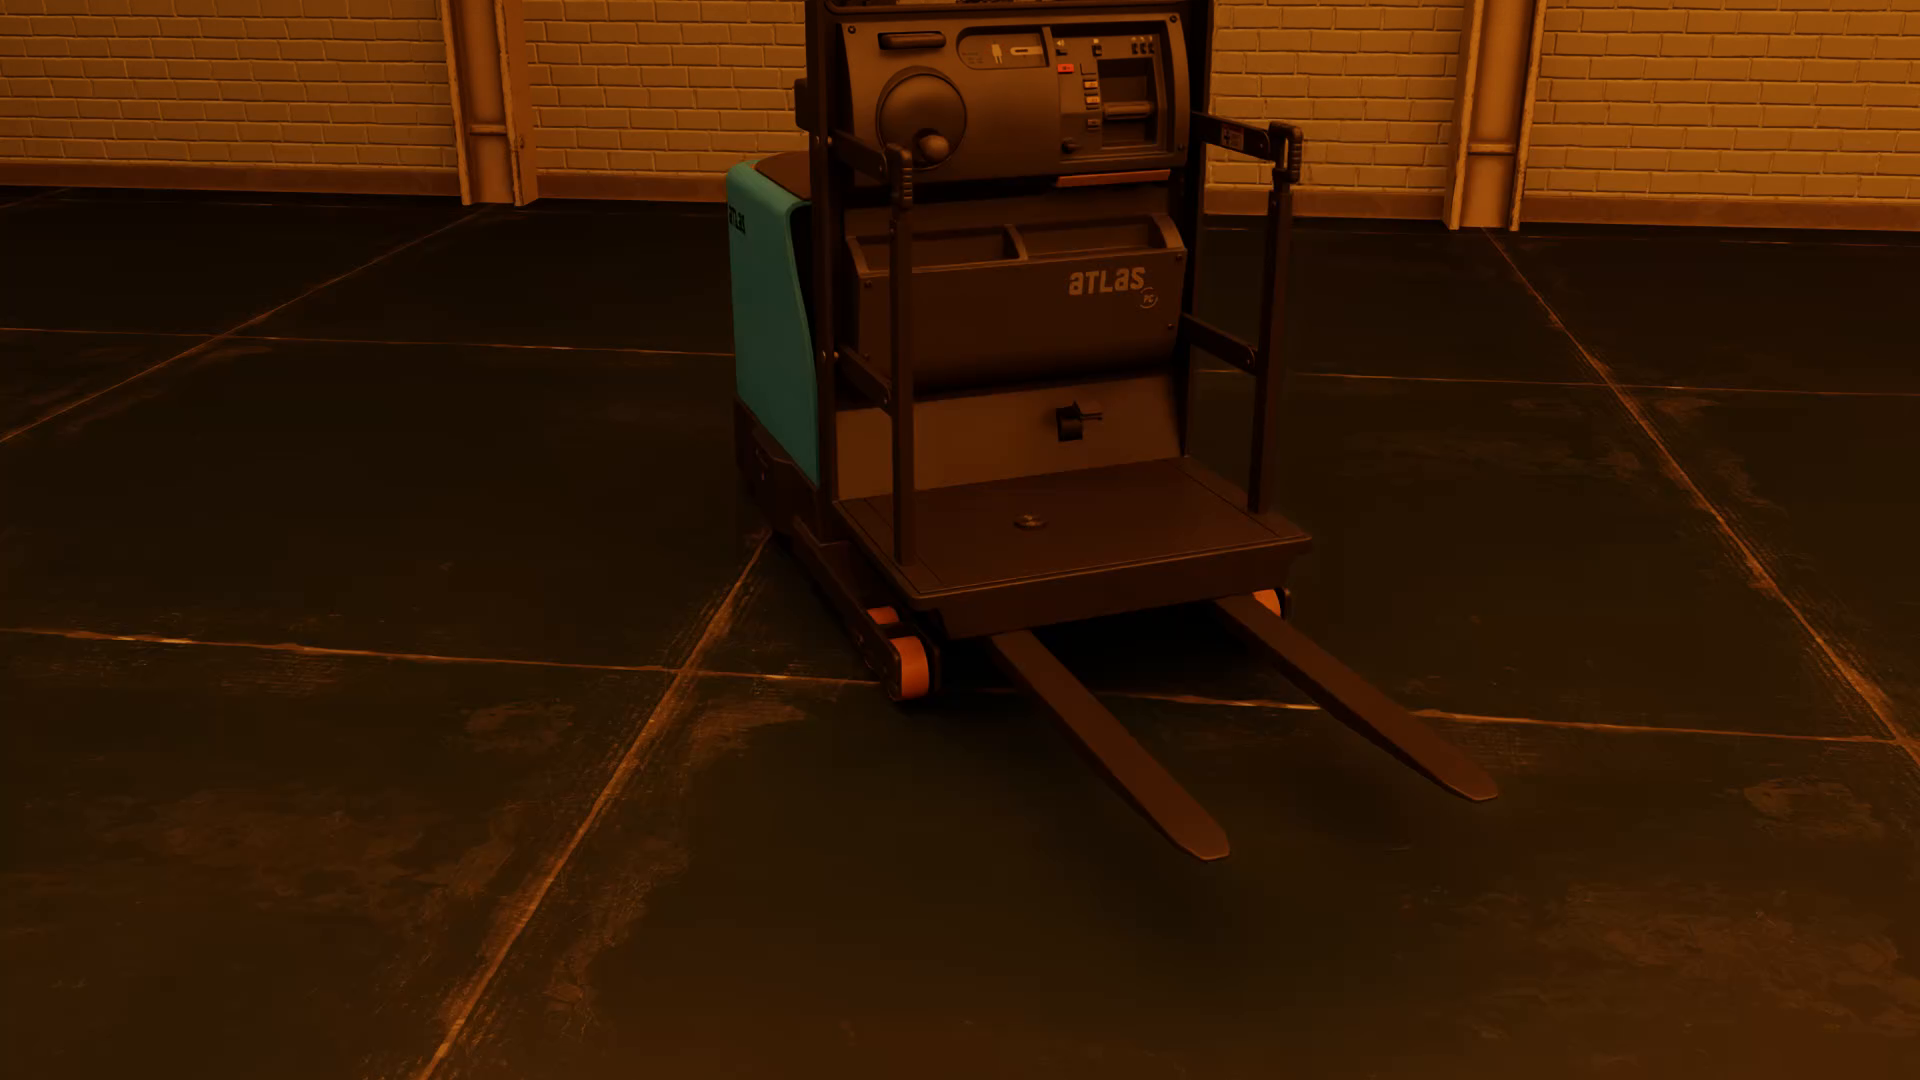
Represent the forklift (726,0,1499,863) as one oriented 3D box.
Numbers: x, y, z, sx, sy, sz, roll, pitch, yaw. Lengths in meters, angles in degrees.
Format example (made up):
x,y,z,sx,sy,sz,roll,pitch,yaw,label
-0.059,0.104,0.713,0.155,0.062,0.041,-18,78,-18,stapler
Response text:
x,y,z,sx,sy,sz,roll,pitch,yaw,label
0.232,-1.129,4.056,1.130,2.935,3.031,-8,23,-19,forklift
